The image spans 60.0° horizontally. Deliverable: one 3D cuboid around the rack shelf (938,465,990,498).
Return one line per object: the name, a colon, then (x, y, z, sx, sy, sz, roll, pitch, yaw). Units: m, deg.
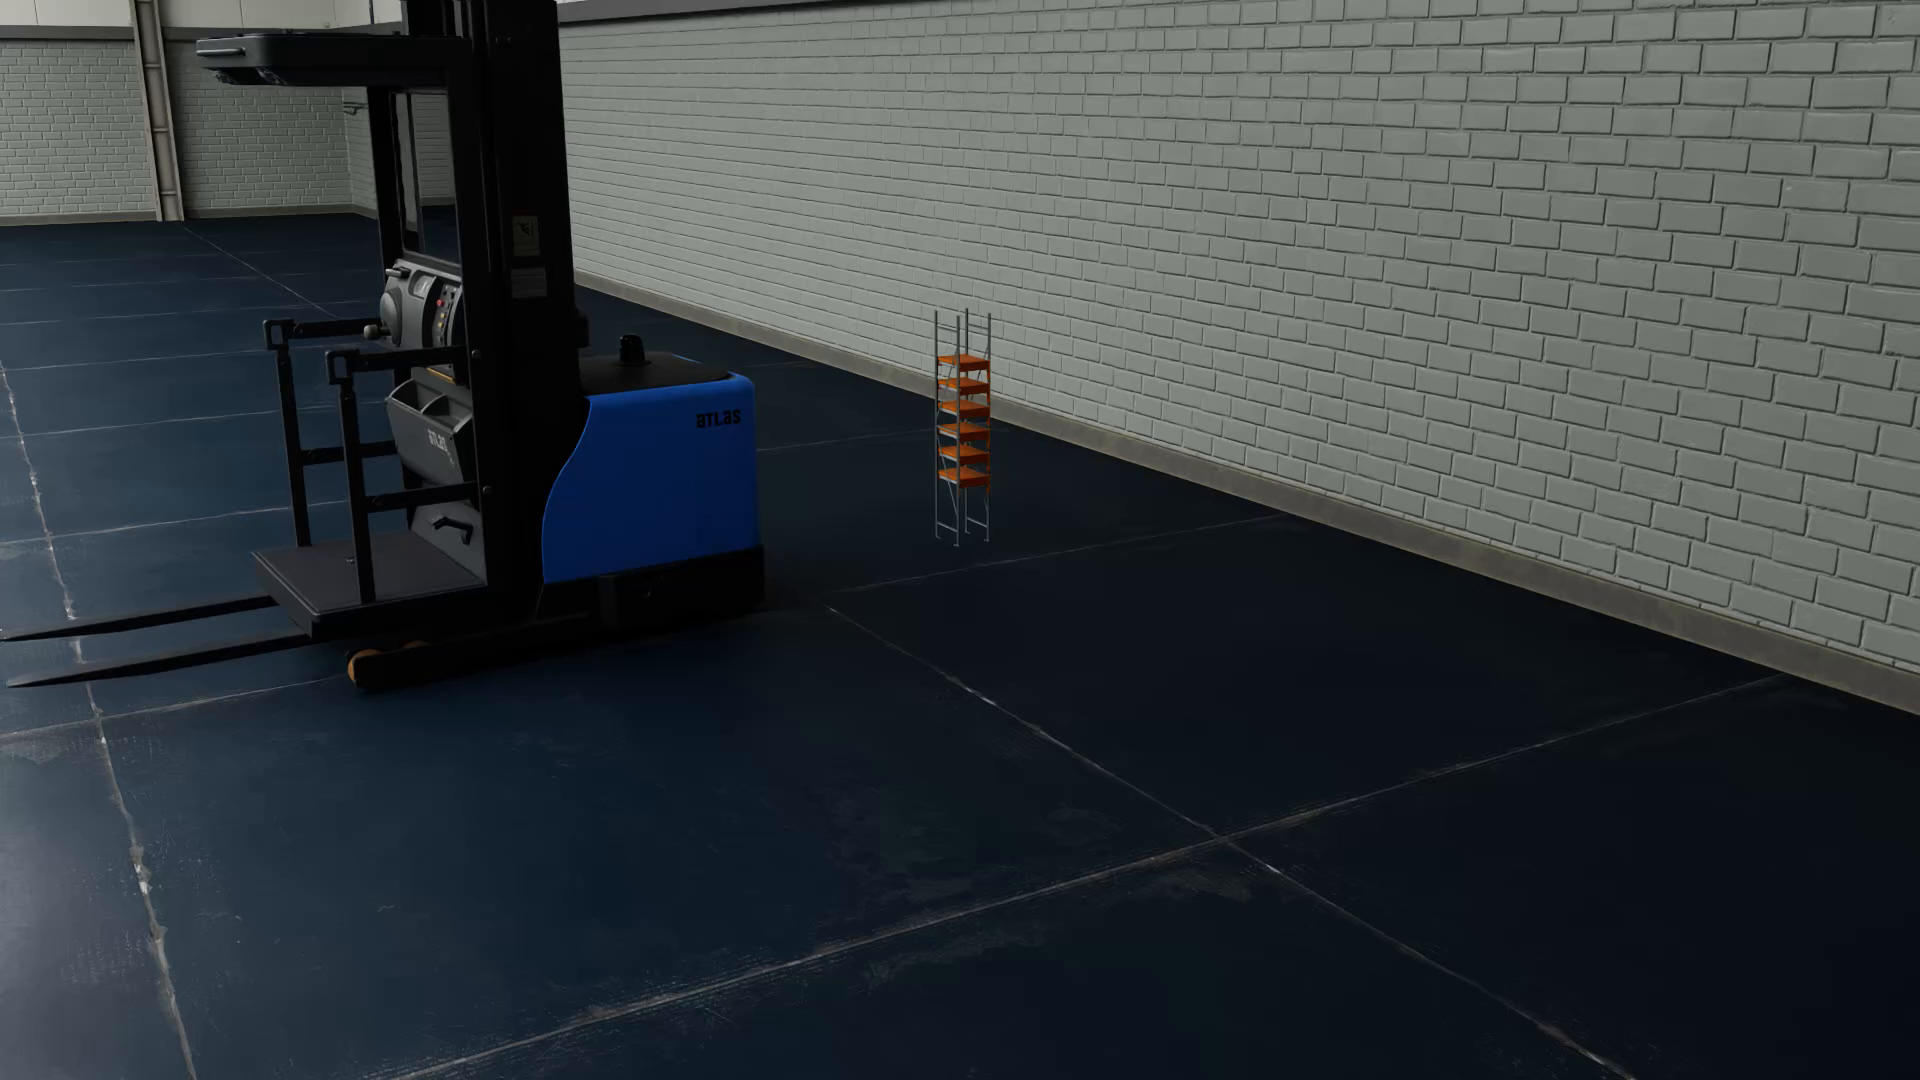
rack shelf: (0.012, -0.306, 8.670, 0.180, 0.103, 0.258, -9, 18, -30)

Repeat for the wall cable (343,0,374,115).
wall cable: (-10.026, -8.304, 27.454, 0.112, 2.526, 3.097, -9, 18, -30)

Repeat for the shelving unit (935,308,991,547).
shelving unit: (0.012, -0.580, 8.593, 0.189, 1.200, 0.258, -9, 18, -30)

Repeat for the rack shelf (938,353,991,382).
rack shelf: (0.012, -0.884, 8.508, 0.180, 0.103, 0.258, -9, 18, -30)

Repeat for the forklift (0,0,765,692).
forklift: (-2.394, -0.971, 6.782, 3.031, 2.935, 1.130, -11, 19, -33)

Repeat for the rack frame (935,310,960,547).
rack frame: (-0.066, -0.567, 8.548, 0.006, 1.200, 0.240, -9, 18, -30)

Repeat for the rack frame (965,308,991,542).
rack frame: (0.091, -0.592, 8.639, 0.006, 1.200, 0.240, -9, 18, -30)

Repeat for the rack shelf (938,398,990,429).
rack shelf: (0.012, -0.653, 8.573, 0.180, 0.103, 0.258, -9, 18, -30)

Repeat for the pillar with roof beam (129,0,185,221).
pillar with roof beam: (-11.015, -8.700, 23.112, 0.400, 9.000, 9.100, -9, 18, -30)

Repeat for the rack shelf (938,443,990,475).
rack shelf: (0.012, -0.421, 8.638, 0.180, 0.103, 0.258, -9, 18, -30)

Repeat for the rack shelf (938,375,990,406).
rack shelf: (0.012, -0.768, 8.541, 0.180, 0.103, 0.258, -9, 18, -30)

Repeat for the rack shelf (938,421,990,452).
rack shelf: (0.012, -0.537, 8.605, 0.180, 0.103, 0.258, -9, 18, -30)
